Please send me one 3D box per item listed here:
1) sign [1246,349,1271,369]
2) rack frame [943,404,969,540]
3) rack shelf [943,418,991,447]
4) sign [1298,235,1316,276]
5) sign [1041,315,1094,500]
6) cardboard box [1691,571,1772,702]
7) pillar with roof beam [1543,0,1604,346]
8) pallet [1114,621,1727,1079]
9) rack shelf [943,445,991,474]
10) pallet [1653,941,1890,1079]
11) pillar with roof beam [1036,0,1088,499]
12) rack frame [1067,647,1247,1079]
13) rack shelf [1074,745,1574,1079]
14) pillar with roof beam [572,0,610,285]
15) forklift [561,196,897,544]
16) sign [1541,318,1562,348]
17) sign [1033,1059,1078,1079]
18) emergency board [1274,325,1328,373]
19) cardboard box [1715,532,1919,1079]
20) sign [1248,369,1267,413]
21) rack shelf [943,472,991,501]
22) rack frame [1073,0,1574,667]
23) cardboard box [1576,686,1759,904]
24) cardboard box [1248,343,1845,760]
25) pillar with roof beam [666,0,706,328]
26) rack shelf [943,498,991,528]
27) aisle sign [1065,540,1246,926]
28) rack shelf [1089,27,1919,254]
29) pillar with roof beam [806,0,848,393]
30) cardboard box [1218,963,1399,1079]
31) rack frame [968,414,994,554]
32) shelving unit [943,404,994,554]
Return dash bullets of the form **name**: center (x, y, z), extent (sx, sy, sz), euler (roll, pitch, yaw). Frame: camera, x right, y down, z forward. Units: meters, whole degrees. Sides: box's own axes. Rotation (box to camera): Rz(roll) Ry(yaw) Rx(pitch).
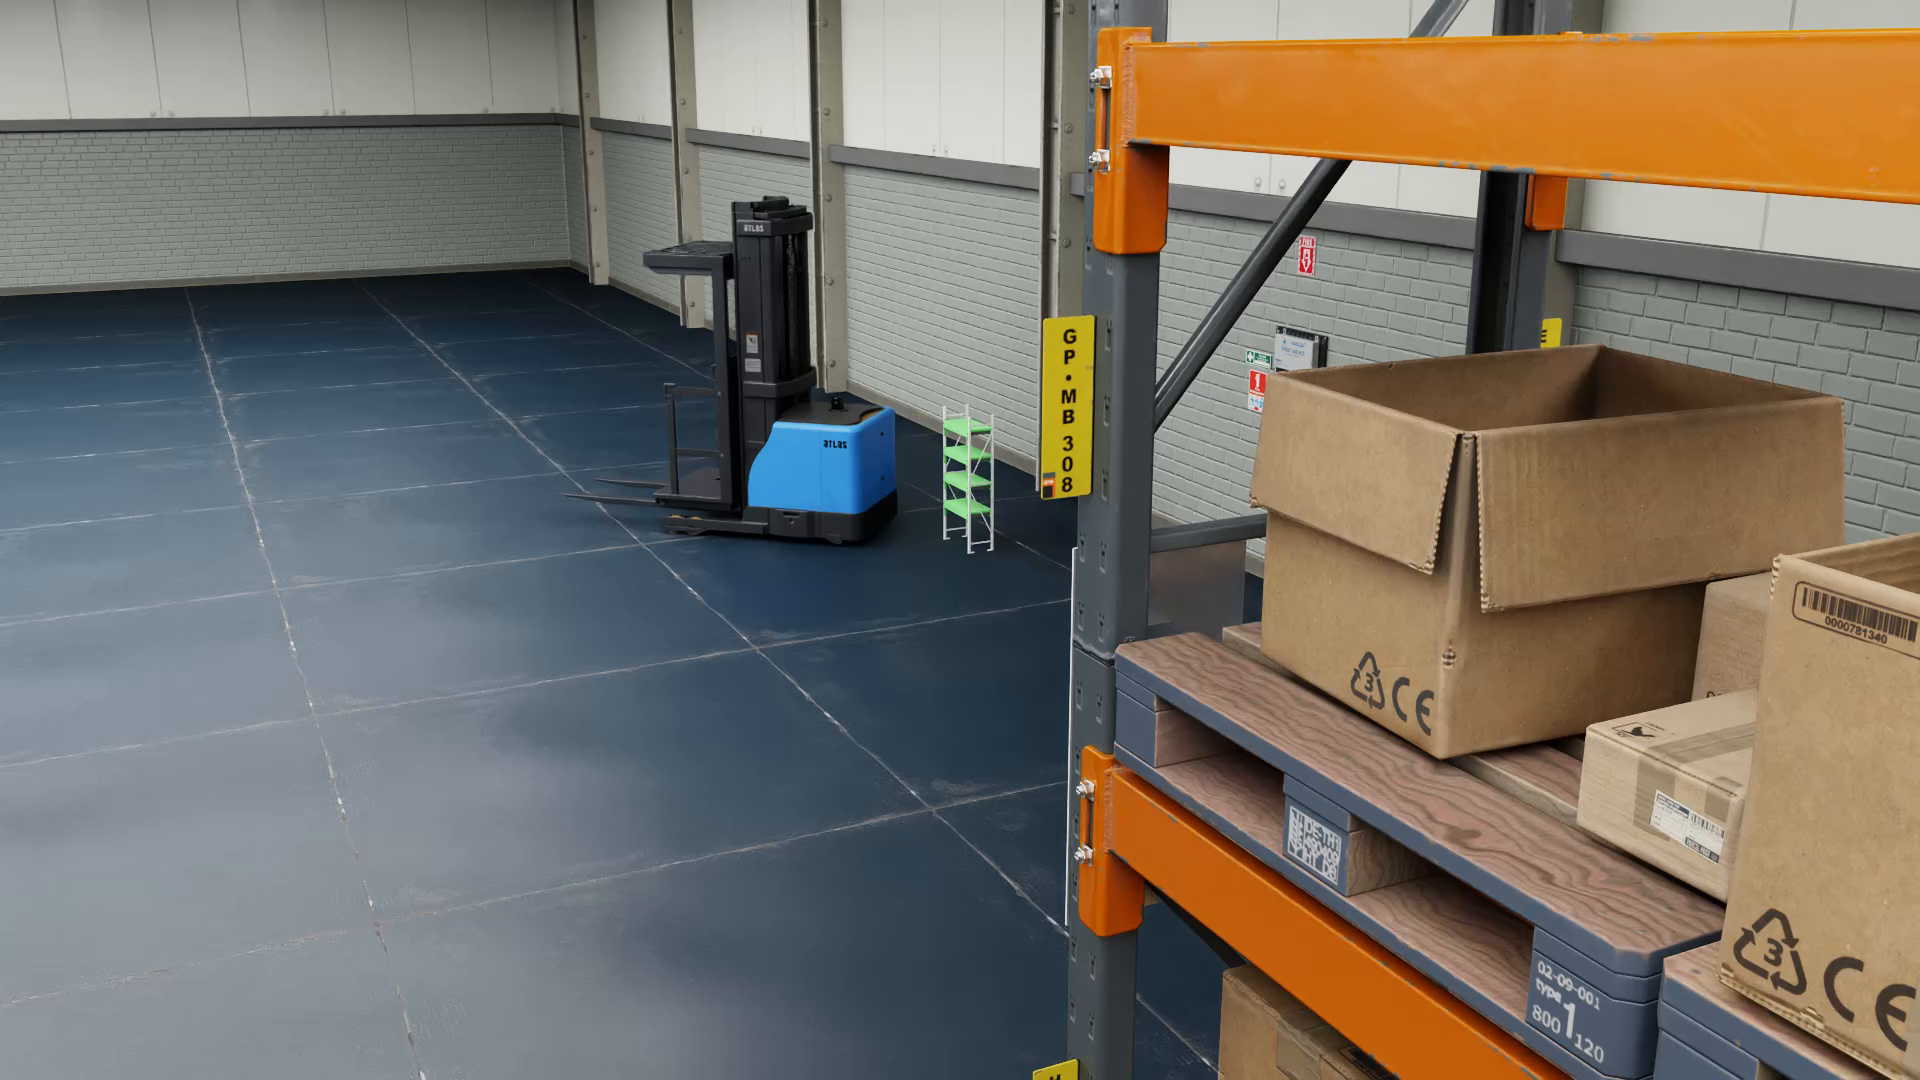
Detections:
- **sign**: center (2.397, -1.456, 13.359), extent (0.001, 0.109, 0.331), euler (-8, 18, -25)
- **rack frame**: center (-0.034, -0.596, 14.653), extent (0.240, 1.200, 0.015), euler (-8, 18, -25)
- **rack shelf**: center (0.073, -0.936, 14.327), extent (0.258, 0.148, 0.480), euler (-8, 18, -25)
- **sign**: center (2.638, -2.165, 12.653), extent (0.001, 0.298, 0.199), euler (-8, 18, -25)
- **sign**: center (0.192, -0.235, 2.966), extent (0.100, 0.325, 0.005), euler (-8, 18, -25)
- **cardboard box**: center (1.435, 0.214, 2.385), extent (0.500, 0.250, 0.500), euler (-8, 18, -25)
- **pillar with roof beam**: center (-0.270, -2.782, 8.132), extent (9.100, 9.000, 0.400), euler (-8, 18, -25)
- **pallet**: center (0.980, 0.378, 2.716), extent (1.003, 0.211, 1.213), euler (-8, 18, -25)
- **rack shelf**: center (0.073, -0.705, 14.394), extent (0.258, 0.148, 0.480), euler (-8, 18, -25)
- **pallet**: center (1.518, 0.681, 1.660), extent (1.003, 0.211, 1.213), euler (-8, 18, -25)
- **pillar with roof beam**: center (-2.898, -4.270, 13.316), extent (9.100, 9.000, 0.400), euler (-8, 18, -25)
- **rack frame**: center (0.693, 1.599, 3.739), extent (1.000, 3.000, 0.127), euler (-8, 18, -25)
- **rack shelf**: center (1.569, 0.999, 1.697), extent (1.077, 0.370, 4.000), euler (-8, 18, -25)
- **pillar with roof beam**: center (-10.784, -8.733, 28.869), extent (9.100, 9.000, 0.400), euler (-8, 18, -25)
- **forklift**: center (-2.152, -1.584, 14.958), extent (3.031, 2.935, 1.130), euler (5, 17, 16)
- **sign**: center (1.187, -0.292, 3.431), extent (0.100, 0.325, 0.005), euler (-8, 18, -25)
- **sign**: center (0.192, 1.211, 3.381), extent (0.100, 0.325, 0.005), euler (-8, 18, -25)
- **emergency board**: center (2.552, -1.036, 12.924), extent (0.194, 1.169, 0.643), euler (-8, 18, -25)
- **cardboard box**: center (1.175, 0.285, 1.685), extent (0.500, 0.500, 0.500), euler (-8, 18, -25)
- **sign**: center (2.402, -1.203, 13.440), extent (0.001, 0.329, 0.234), euler (-8, 18, -25)
- **rack shelf**: center (0.073, -0.474, 14.460), extent (0.258, 0.148, 0.480), euler (-8, 18, -25)
- **rack frame**: center (0.693, -1.284, 2.912), extent (1.000, 3.000, 0.127), euler (-8, 18, -25)
- **cardboard box**: center (1.050, 0.322, 2.192), extent (0.380, 0.149, 0.250), euler (-8, 18, -25)
- **cardboard box**: center (0.941, -0.018, 2.736), extent (0.797, 0.503, 0.637), euler (-6, 17, -21)
- **pillar with roof beam**: center (-8.155, -7.246, 23.685), extent (9.100, 9.000, 0.400), euler (-8, 18, -25)
- **rack shelf**: center (0.073, -0.244, 14.526), extent (0.258, 0.148, 0.480), euler (-8, 18, -25)
- **aisle sign**: center (0.389, 0.370, 3.309), extent (0.394, 0.787, 0.004), euler (-8, 18, -25)
- **rack shelf**: center (1.569, -0.250, 1.338), extent (1.077, 0.370, 4.000), euler (-8, 18, -25)
- **pillar with roof beam**: center (-5.527, -5.758, 18.501), extent (9.100, 9.000, 0.400), euler (-8, 18, -25)
- **cardboard box**: center (0.909, 1.058, 3.092), extent (0.700, 0.500, 0.500), euler (-8, 18, -25)
- **rack frame**: center (0.179, -0.475, 14.231), extent (0.240, 1.200, 0.015), euler (-8, 18, -25)
- **shelving unit**: center (0.073, -0.536, 14.442), extent (0.258, 1.200, 0.503), euler (-8, 18, -25)
